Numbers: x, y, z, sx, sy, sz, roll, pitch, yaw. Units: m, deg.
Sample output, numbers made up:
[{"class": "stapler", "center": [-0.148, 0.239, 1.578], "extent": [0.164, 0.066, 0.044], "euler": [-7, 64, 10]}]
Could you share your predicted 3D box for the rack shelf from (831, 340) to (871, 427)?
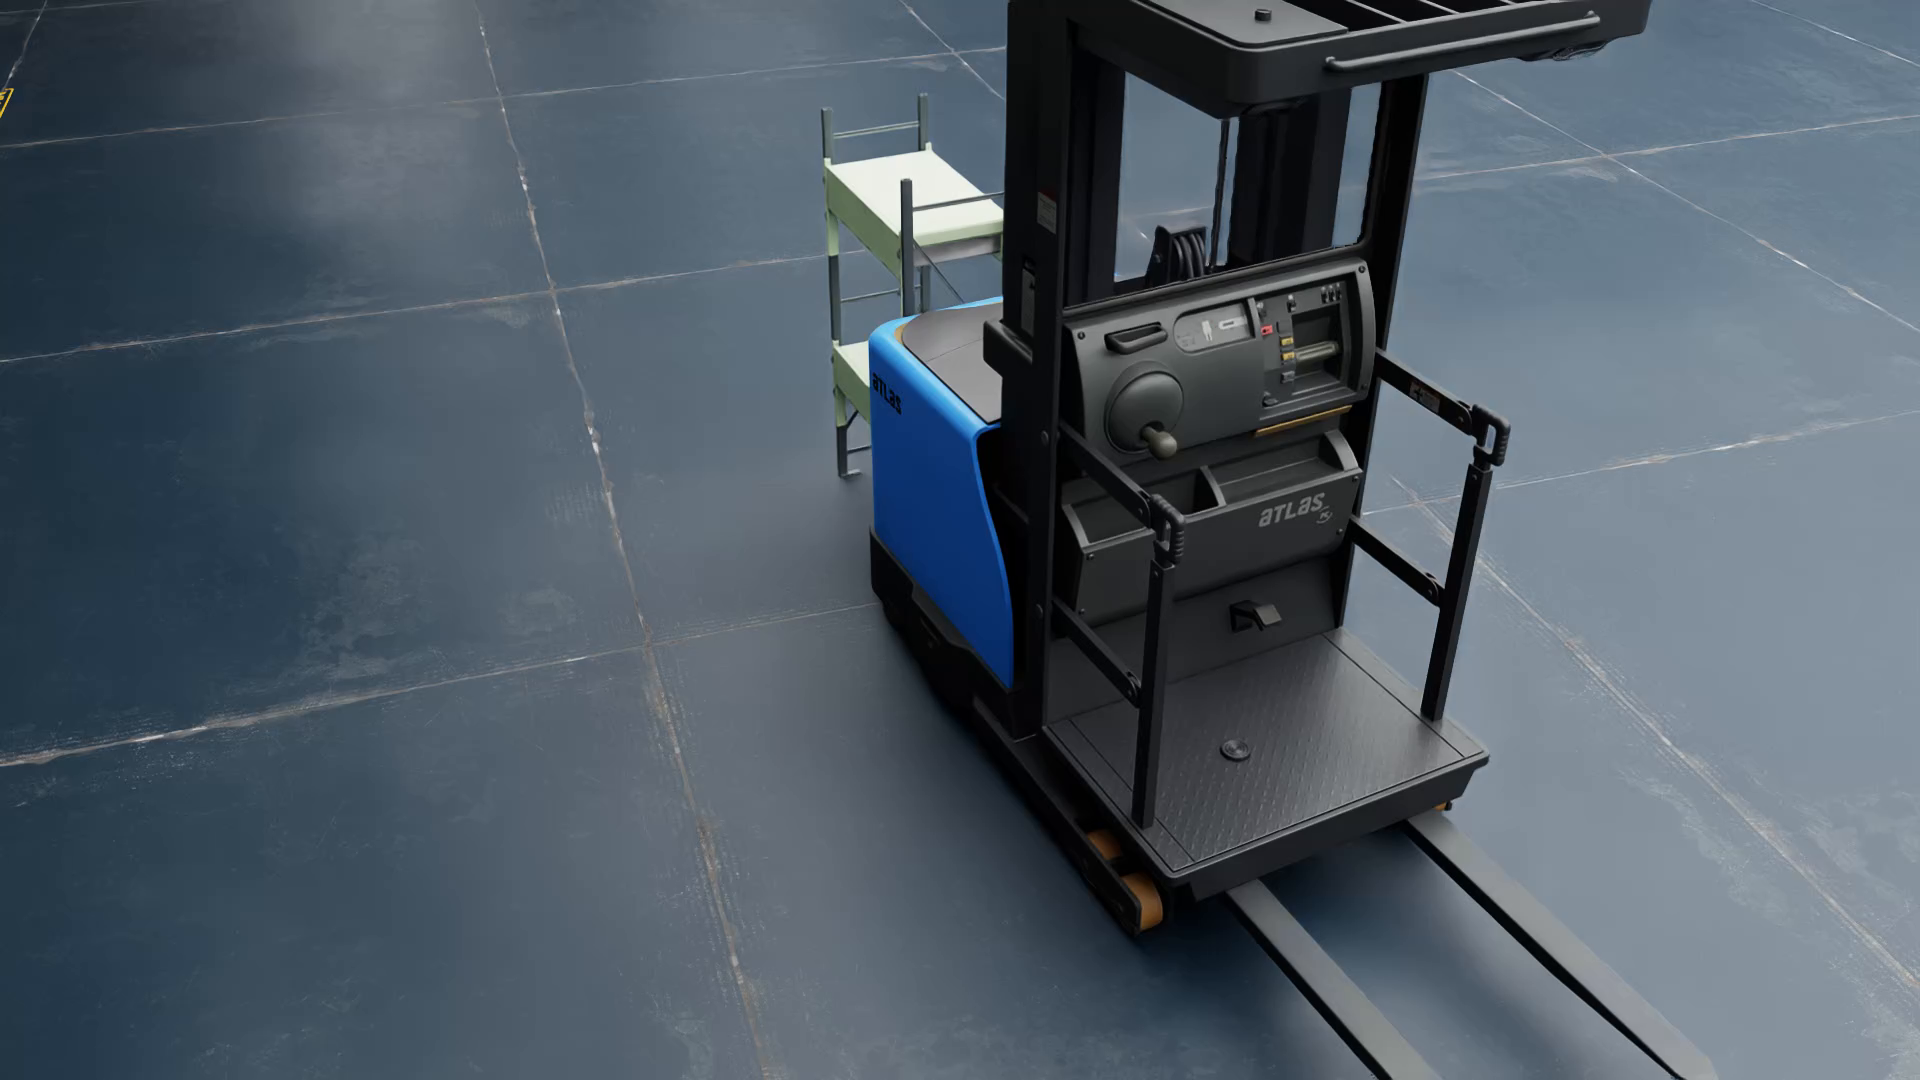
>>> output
[{"class": "rack shelf", "center": [-0.151, -0.467, 6.187], "extent": [0.431, 0.370, 0.720], "euler": [-14, 36, -20]}]

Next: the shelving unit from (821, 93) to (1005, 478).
[{"class": "shelving unit", "center": [-0.151, -0.739, 6.007], "extent": [0.431, 1.500, 0.755], "euler": [-14, 36, -20]}]

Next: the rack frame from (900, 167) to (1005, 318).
[{"class": "rack frame", "center": [-0.003, -0.554, 5.728], "extent": [0.400, 1.500, 0.023], "euler": [-14, 36, -20]}]

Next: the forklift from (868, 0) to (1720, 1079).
[{"class": "forklift", "center": [0.807, -0.420, 4.227], "extent": [1.130, 2.935, 3.031], "euler": [-16, 37, -22]}]

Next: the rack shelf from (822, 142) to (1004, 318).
[{"class": "rack shelf", "center": [-0.151, -1.064, 5.792], "extent": [0.431, 0.370, 0.720], "euler": [-14, 36, -20]}]

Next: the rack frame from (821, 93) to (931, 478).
[{"class": "rack frame", "center": [-0.300, -0.923, 6.287], "extent": [0.400, 1.500, 0.023], "euler": [-14, 36, -20]}]
